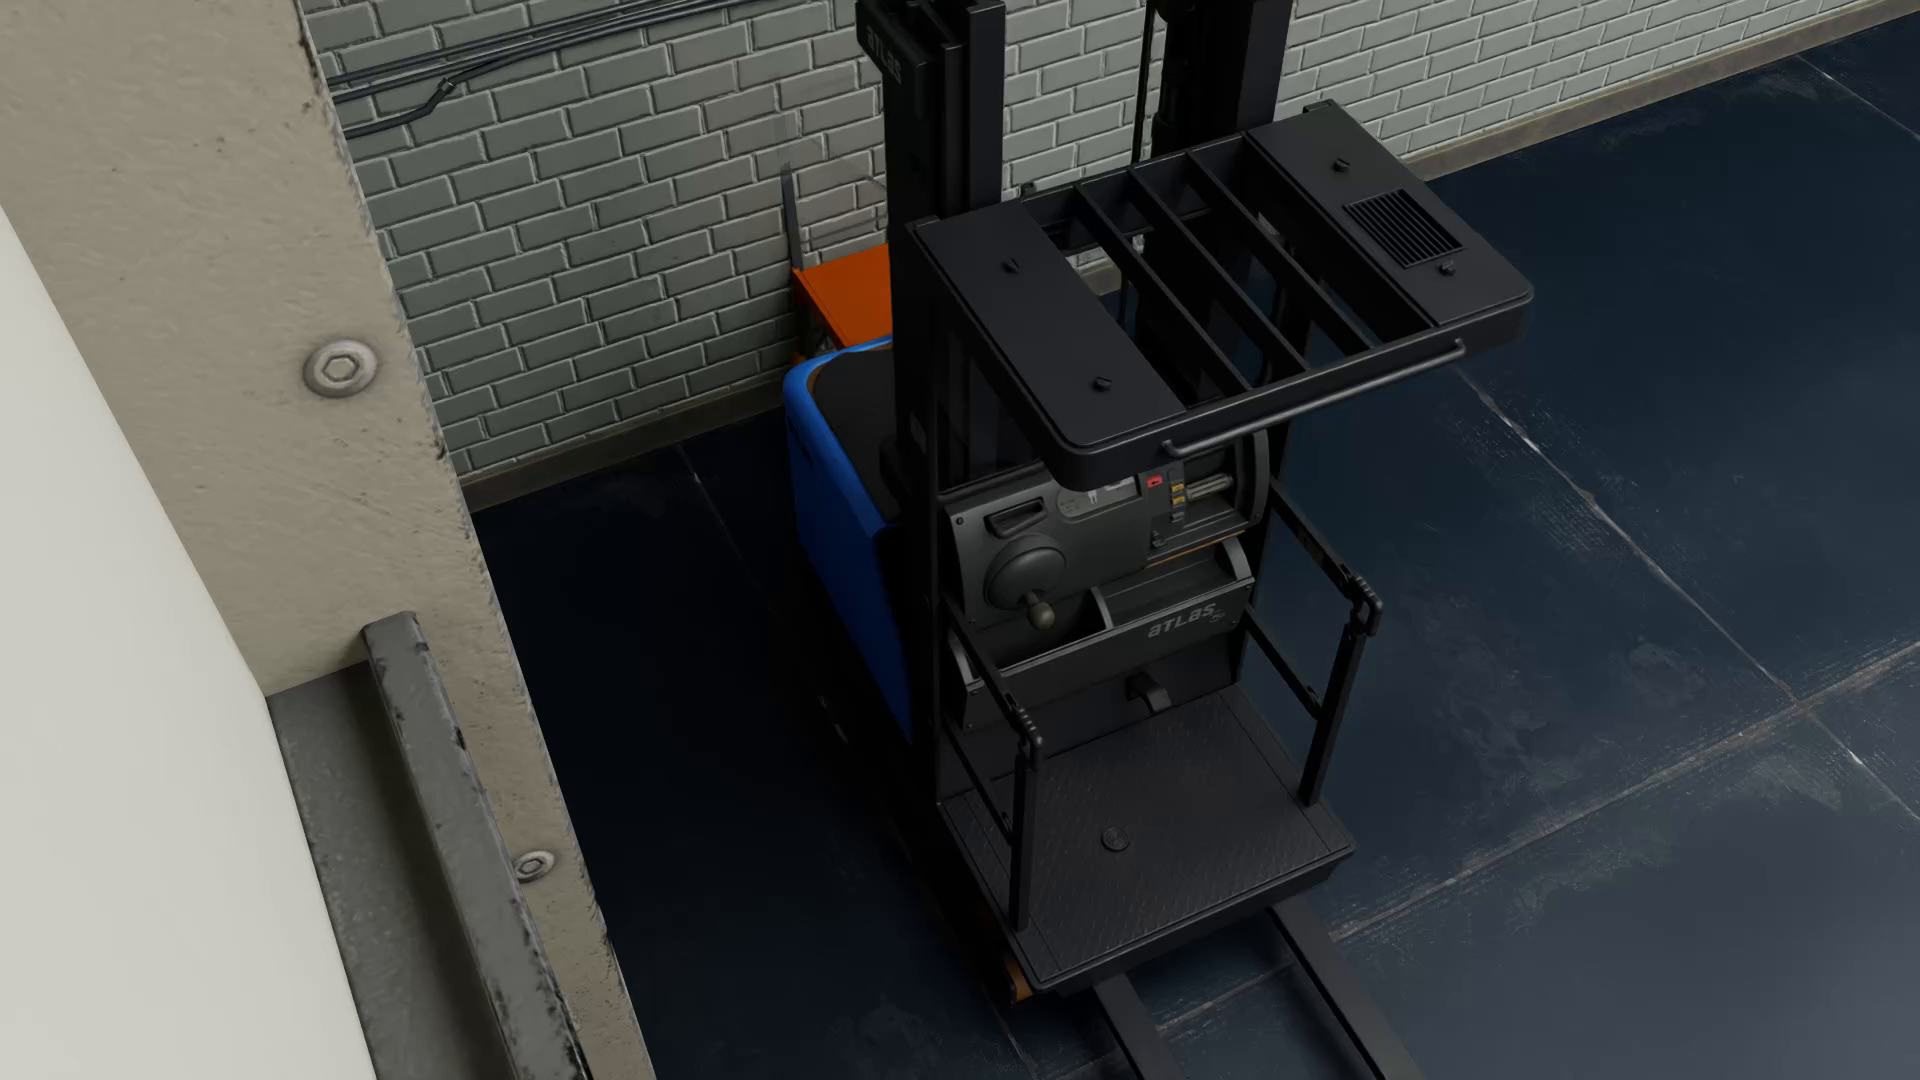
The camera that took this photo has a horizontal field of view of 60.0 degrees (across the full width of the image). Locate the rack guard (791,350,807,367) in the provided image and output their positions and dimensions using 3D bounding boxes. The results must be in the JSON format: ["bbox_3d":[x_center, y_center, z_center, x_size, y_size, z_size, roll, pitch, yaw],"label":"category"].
[{"bbox_3d":[-0.396,-0.759,6.742,0.587,0.250,0.087,-21,50,-16],"label":"rack guard"}]

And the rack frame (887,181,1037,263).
[{"bbox_3d":[0.032,-0.517,5.656,0.500,1.500,0.032,-21,50,-16],"label":"rack frame"}]

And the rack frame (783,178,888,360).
[{"bbox_3d":[-0.416,-1.182,6.282,0.500,1.500,0.032,-21,50,-16],"label":"rack frame"}]

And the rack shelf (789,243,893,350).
[{"bbox_3d":[-0.186,-0.728,6.102,0.538,0.185,1.000,-21,50,-16],"label":"rack shelf"}]

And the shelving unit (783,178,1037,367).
[{"bbox_3d":[-0.196,-0.855,5.975,0.587,1.500,1.083,-21,50,-16],"label":"shelving unit"}]

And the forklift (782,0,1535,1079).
[{"bbox_3d":[0.500,0.040,4.266,1.130,2.935,3.031,-20,52,-16],"label":"forklift"}]

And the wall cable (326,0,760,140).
[{"bbox_3d":[-1.083,-2.330,4.370,3.097,2.526,0.112,-21,52,-18],"label":"wall cable"}]
